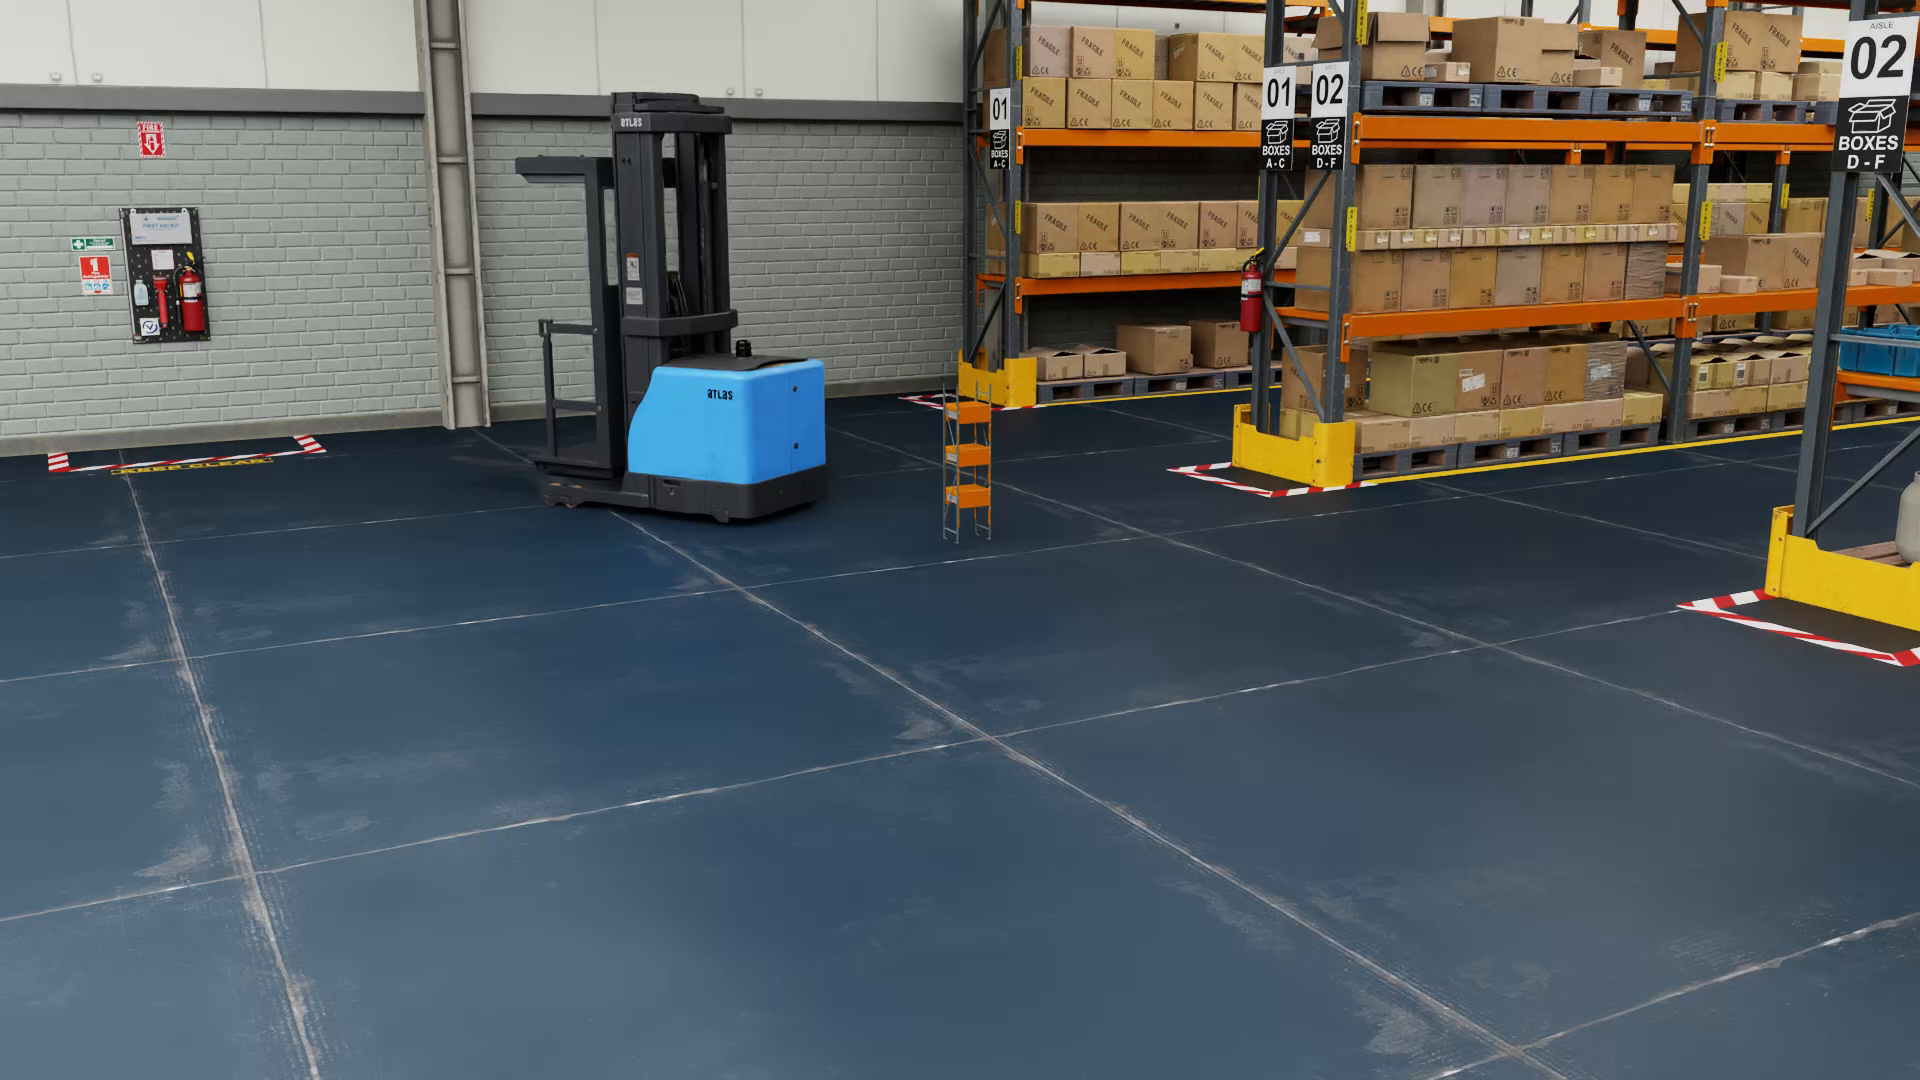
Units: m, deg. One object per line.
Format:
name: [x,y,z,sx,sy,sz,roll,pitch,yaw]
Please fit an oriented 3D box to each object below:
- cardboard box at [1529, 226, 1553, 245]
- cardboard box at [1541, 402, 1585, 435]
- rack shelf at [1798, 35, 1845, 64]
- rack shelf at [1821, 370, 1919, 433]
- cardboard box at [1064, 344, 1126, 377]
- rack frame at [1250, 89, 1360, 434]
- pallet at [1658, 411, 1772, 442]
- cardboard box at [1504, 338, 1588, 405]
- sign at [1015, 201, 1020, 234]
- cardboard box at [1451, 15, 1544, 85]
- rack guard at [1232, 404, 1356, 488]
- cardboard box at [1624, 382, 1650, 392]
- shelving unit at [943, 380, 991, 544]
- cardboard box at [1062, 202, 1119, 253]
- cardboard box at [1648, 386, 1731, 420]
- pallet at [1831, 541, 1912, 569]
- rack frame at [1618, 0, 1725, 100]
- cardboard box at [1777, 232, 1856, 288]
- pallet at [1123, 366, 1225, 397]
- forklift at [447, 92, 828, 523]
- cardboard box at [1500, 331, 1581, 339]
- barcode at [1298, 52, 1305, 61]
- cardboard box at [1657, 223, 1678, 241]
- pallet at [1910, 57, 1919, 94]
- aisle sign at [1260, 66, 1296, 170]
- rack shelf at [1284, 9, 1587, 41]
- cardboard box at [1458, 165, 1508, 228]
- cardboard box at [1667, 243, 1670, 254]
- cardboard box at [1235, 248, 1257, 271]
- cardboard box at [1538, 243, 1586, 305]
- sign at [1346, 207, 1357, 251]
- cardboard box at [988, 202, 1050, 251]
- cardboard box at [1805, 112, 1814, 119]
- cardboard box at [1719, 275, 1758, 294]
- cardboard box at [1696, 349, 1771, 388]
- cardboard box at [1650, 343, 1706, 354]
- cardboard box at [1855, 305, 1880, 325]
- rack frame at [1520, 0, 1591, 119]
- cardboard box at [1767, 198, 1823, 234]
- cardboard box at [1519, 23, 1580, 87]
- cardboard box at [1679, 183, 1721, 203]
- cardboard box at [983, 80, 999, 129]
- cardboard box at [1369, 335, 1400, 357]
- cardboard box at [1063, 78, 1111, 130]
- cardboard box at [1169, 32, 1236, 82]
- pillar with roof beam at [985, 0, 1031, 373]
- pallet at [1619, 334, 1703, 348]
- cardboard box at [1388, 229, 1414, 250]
cardboard box: [4.727,-2.553,13.918,0.250,0.149,0.380,-6,14,-26]
cardboard box: [5.033,-1.086,14.410,0.500,0.250,0.500,-7,14,-28]
rack shelf: [12.611,-6.807,23.409,4.000,0.370,1.077,-7,14,-28]
rack shelf: [6.825,-0.903,9.930,4.000,0.370,1.077,-7,14,-28]
cardboard box: [1.473,-1.972,18.160,0.500,0.311,0.500,-6,14,-23]
rack frame: [2.699,-1.999,13.160,0.127,3.000,1.000,-7,14,-28]
pallet: [6.838,-1.144,15.714,1.213,0.211,1.003,-7,14,-28]
cardboard box: [5.026,-1.455,14.338,0.500,0.500,0.500,-7,14,-28]
sign: [0.583,-3.271,16.840,0.005,0.325,0.100,-7,14,-28]
cardboard box: [4.288,-3.906,13.300,0.500,0.500,0.500,-7,14,-28]
rack guard: [2.678,-0.777,13.423,0.348,0.500,1.175,-7,14,-28]
cardboard box: [6.435,-1.383,15.728,0.500,0.250,0.500,-7,14,-28]
shelving unit: [0.047,-0.518,11.019,0.252,1.050,0.215,-7,14,-28]
cardboard box: [1.324,-3.298,17.520,0.500,0.500,0.500,-7,14,-28]
cardboard box: [6.683,-1.278,15.262,0.500,0.250,0.500,-7,15,-29]
pallet: [5.829,0.215,9.674,1.213,0.211,1.003,-7,14,-28]
rack frame: [6.210,-5.347,14.371,0.127,3.000,1.000,-7,14,-28]
cardboard box: [8.256,-2.710,16.090,0.500,0.500,0.500,-8,15,-31]
pallet: [2.189,-1.807,18.658,1.213,0.211,1.003,-7,14,-28]
forklift: [-2.511,-1.758,12.246,3.031,2.935,1.130,7,14,28]
cardboard box: [5.218,-1.607,15.014,0.500,0.500,0.500,-7,14,-28]
barcode: [2.733,-3.870,13.321,0.075,0.075,0.001,-7,14,-28]
cardboard box: [6.074,-2.715,14.637,0.250,0.149,0.380,-7,14,-28]
pallet: [5.842,-2.483,8.911,1.213,0.211,1.003,-7,14,-28]
aisle sign: [2.501,-3.317,13.095,0.004,0.787,0.394,-7,14,-28]
rack shelf: [5.589,-5.965,19.669,4.000,0.370,1.077,-7,14,-28]
cardboard box: [4.063,-2.842,13.725,0.500,0.500,0.700,-7,14,-28]
cardboard box: [9.085,-3.836,21.847,0.250,0.149,0.380,-7,14,-28]
cardboard box: [3.122,-3.152,18.577,0.500,0.250,0.500,-7,14,-28]
cardboard box: [4.922,-2.312,14.323,0.500,0.500,0.700,-7,14,-27]
sign: [2.960,-2.352,12.578,0.005,0.325,0.100,-7,14,-28]
cardboard box: [0.634,-3.346,17.734,0.500,0.500,0.500,-7,14,-28]
cardboard box: [11.588,-5.881,22.737,0.500,0.250,0.500,-7,14,-28]
cardboard box: [7.086,-2.351,15.296,0.250,0.149,0.380,-7,14,-28]
cardboard box: [7.134,-1.604,15.433,0.500,0.311,0.500,-7,14,-29]
cardboard box: [6.882,-1.711,15.907,0.500,0.311,0.500,-6,14,-26]
cardboard box: [12.919,-3.423,24.225,0.500,0.500,0.700,-7,15,-30]
rack frame: [7.344,-6.722,20.481,0.127,3.000,1.000,-7,14,-28]
cardboard box: [11.339,-4.416,23.216,0.700,0.700,0.980,-7,14,-27]
cardboard box: [4.704,-4.058,13.966,0.637,0.503,0.797,-5,14,-22]
cardboard box: [9.667,-4.581,21.975,0.500,0.250,0.500,-7,14,-27]
cardboard box: [0.567,-4.568,17.469,0.500,0.500,0.500,-6,14,-24]
cardboard box: [4.901,-2.514,20.139,0.500,0.500,0.700,-7,15,-29]
cardboard box: [1.224,-4.512,17.220,0.500,0.500,0.500,-6,14,-24]
cardboard box: [2.594,-5.162,17.833,0.500,0.500,0.500,-7,15,-30]
pillar with roof beam: [2.585,-5.291,14.123,0.400,9.000,9.100,-7,14,-28]
pallet: [9.142,-2.630,22.316,1.213,0.211,1.003,-7,14,-28]
cardboard box: [3.377,-2.392,13.202,0.250,0.149,0.380,-7,15,-29]
